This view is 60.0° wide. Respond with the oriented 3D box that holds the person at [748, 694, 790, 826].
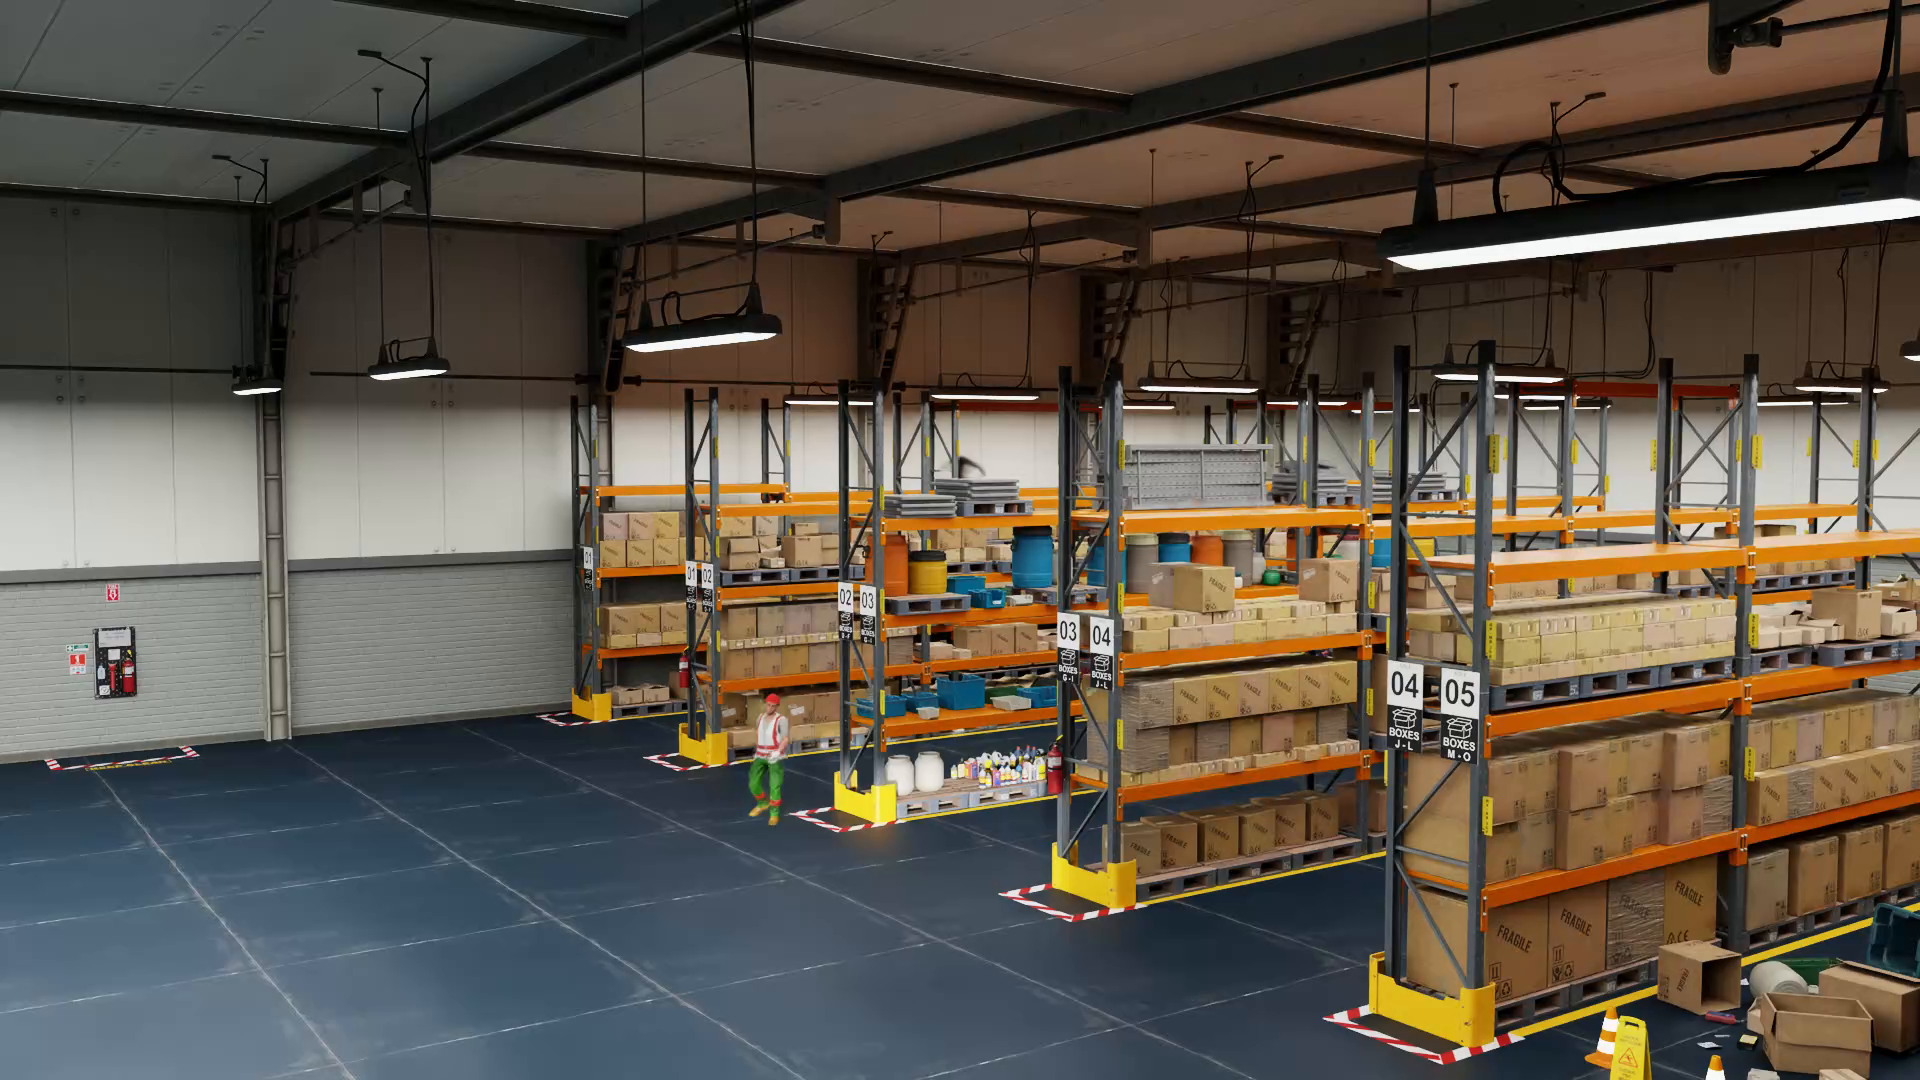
[{"bbox_3d":[-2.591,2.954,22.272,0.672,1.797,0.703,1,4,18],"label":"person"}]
